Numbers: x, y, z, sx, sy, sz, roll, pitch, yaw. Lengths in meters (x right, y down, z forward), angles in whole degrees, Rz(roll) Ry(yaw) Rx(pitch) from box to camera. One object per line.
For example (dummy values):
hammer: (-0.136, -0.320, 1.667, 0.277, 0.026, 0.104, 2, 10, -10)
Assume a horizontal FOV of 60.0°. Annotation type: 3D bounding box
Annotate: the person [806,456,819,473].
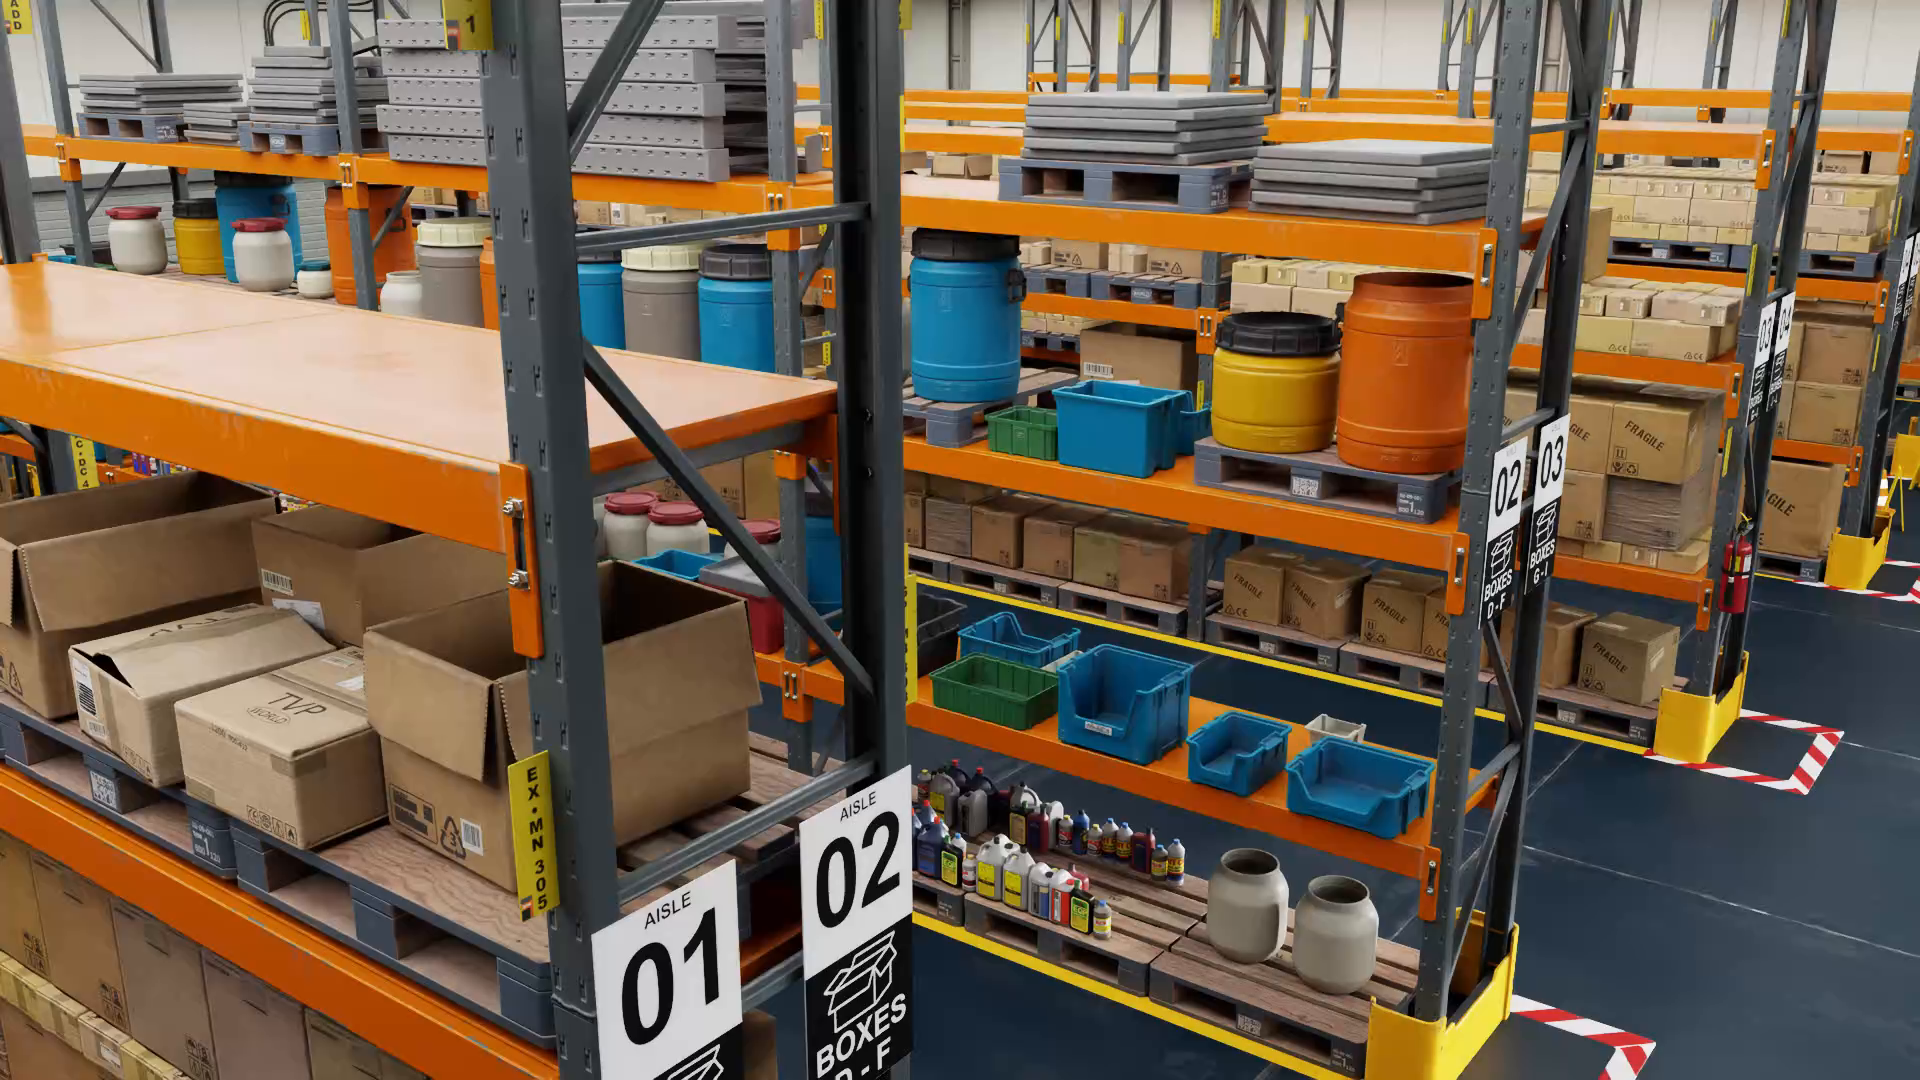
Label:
person: (-1.473, -0.161, 14.566, 0.511, 1.532, 0.463, 9, 19, 28)
